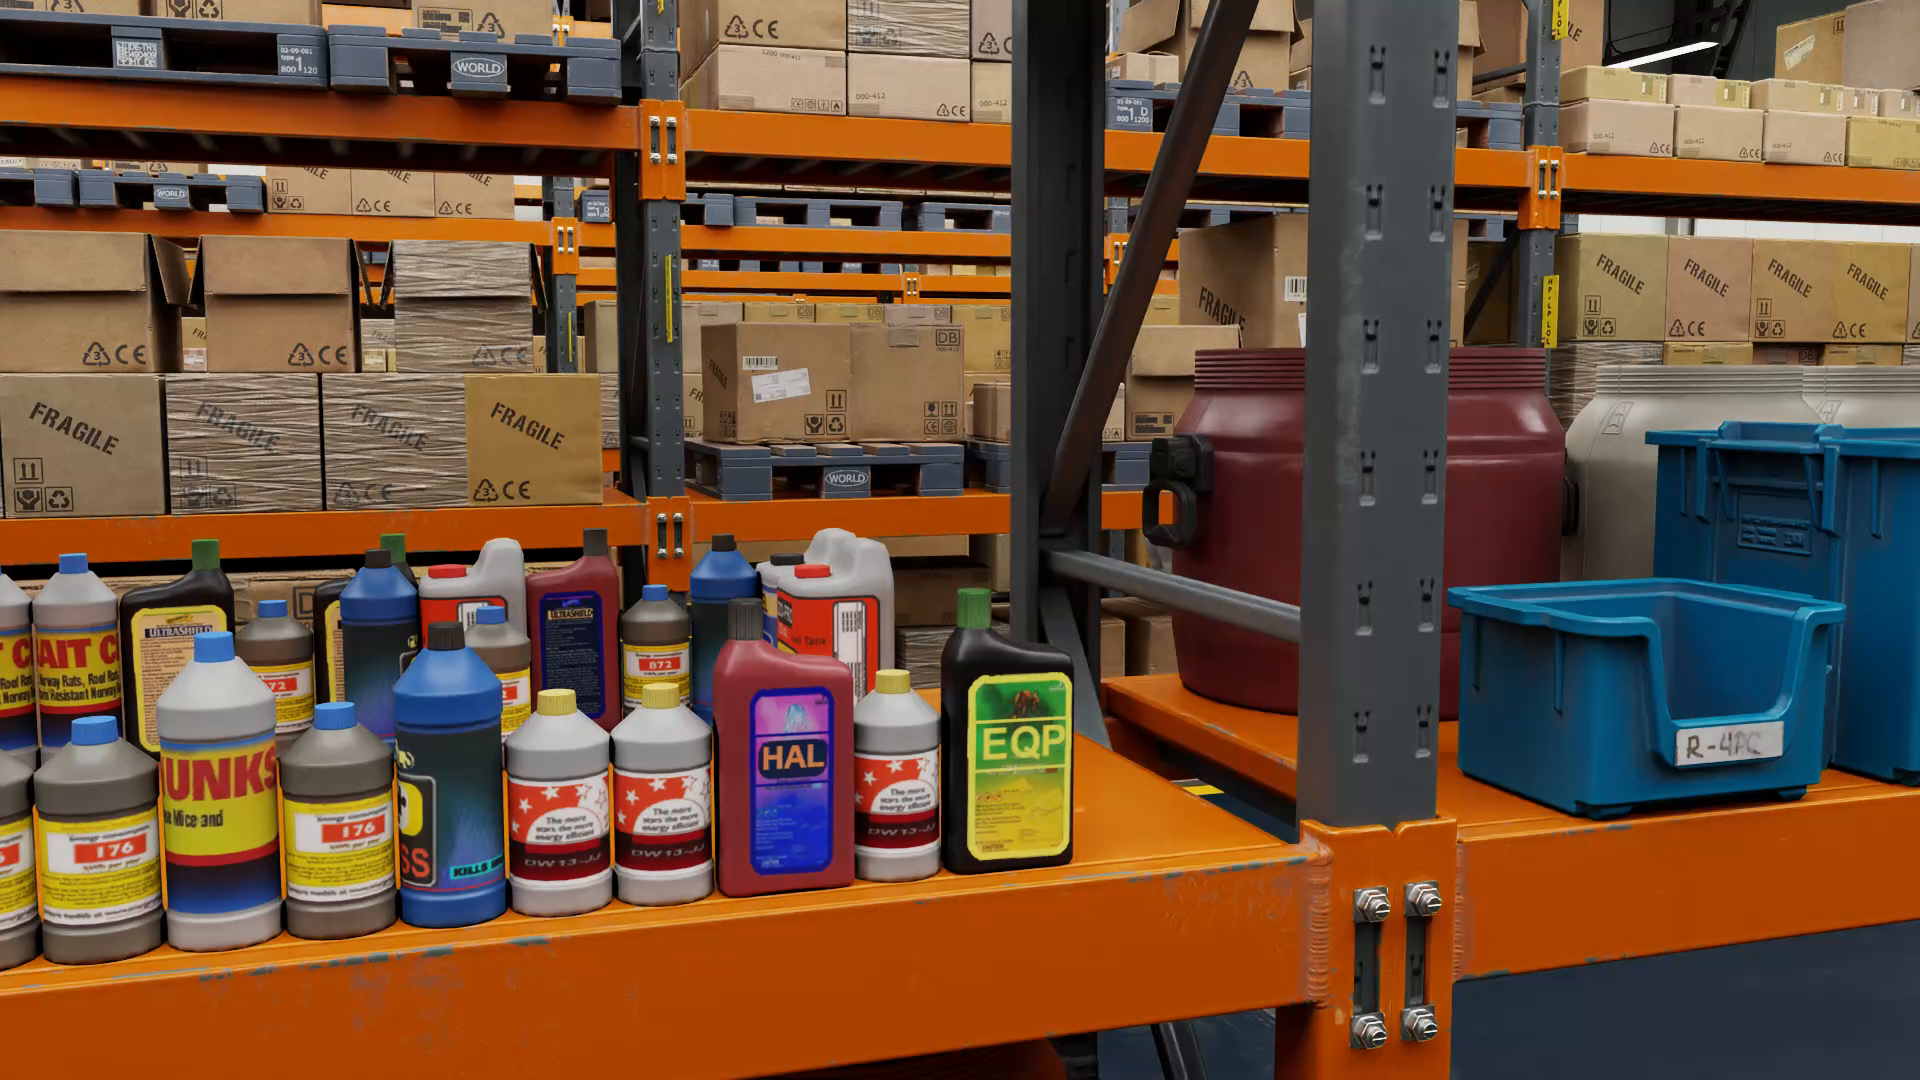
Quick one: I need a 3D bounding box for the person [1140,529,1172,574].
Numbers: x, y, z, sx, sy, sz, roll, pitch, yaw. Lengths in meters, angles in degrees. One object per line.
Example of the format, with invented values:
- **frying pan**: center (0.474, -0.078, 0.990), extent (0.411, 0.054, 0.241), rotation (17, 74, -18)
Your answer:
- **person**: center (1.255, -0.020, 9.430), extent (0.431, 1.759, 0.535), rotation (-2, 6, -18)
